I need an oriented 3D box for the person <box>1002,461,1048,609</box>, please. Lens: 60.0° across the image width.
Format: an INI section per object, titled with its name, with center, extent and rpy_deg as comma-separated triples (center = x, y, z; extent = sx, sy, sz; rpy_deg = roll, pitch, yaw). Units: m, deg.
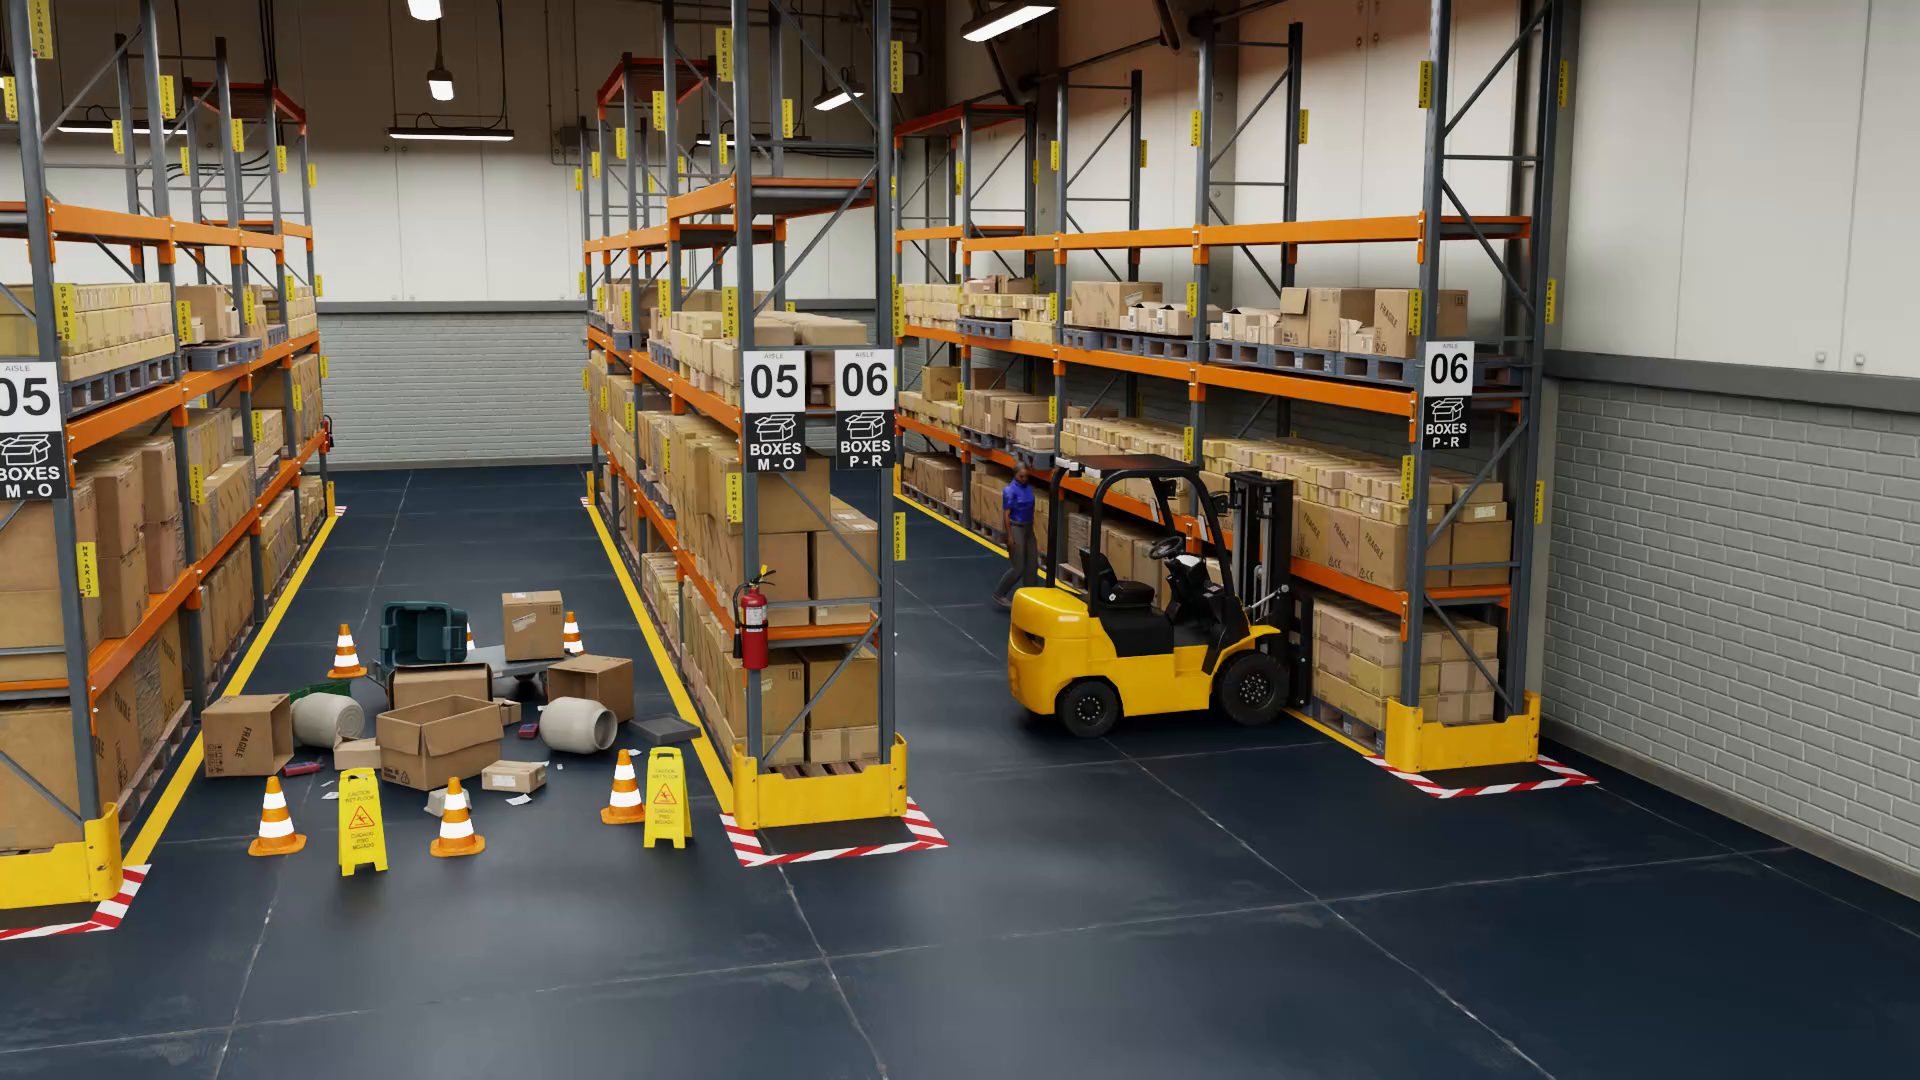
[person]
center = 0.748, -0.046, 18.148
extent = 0.528, 1.655, 0.442
rpy_deg = -8, 12, -40
